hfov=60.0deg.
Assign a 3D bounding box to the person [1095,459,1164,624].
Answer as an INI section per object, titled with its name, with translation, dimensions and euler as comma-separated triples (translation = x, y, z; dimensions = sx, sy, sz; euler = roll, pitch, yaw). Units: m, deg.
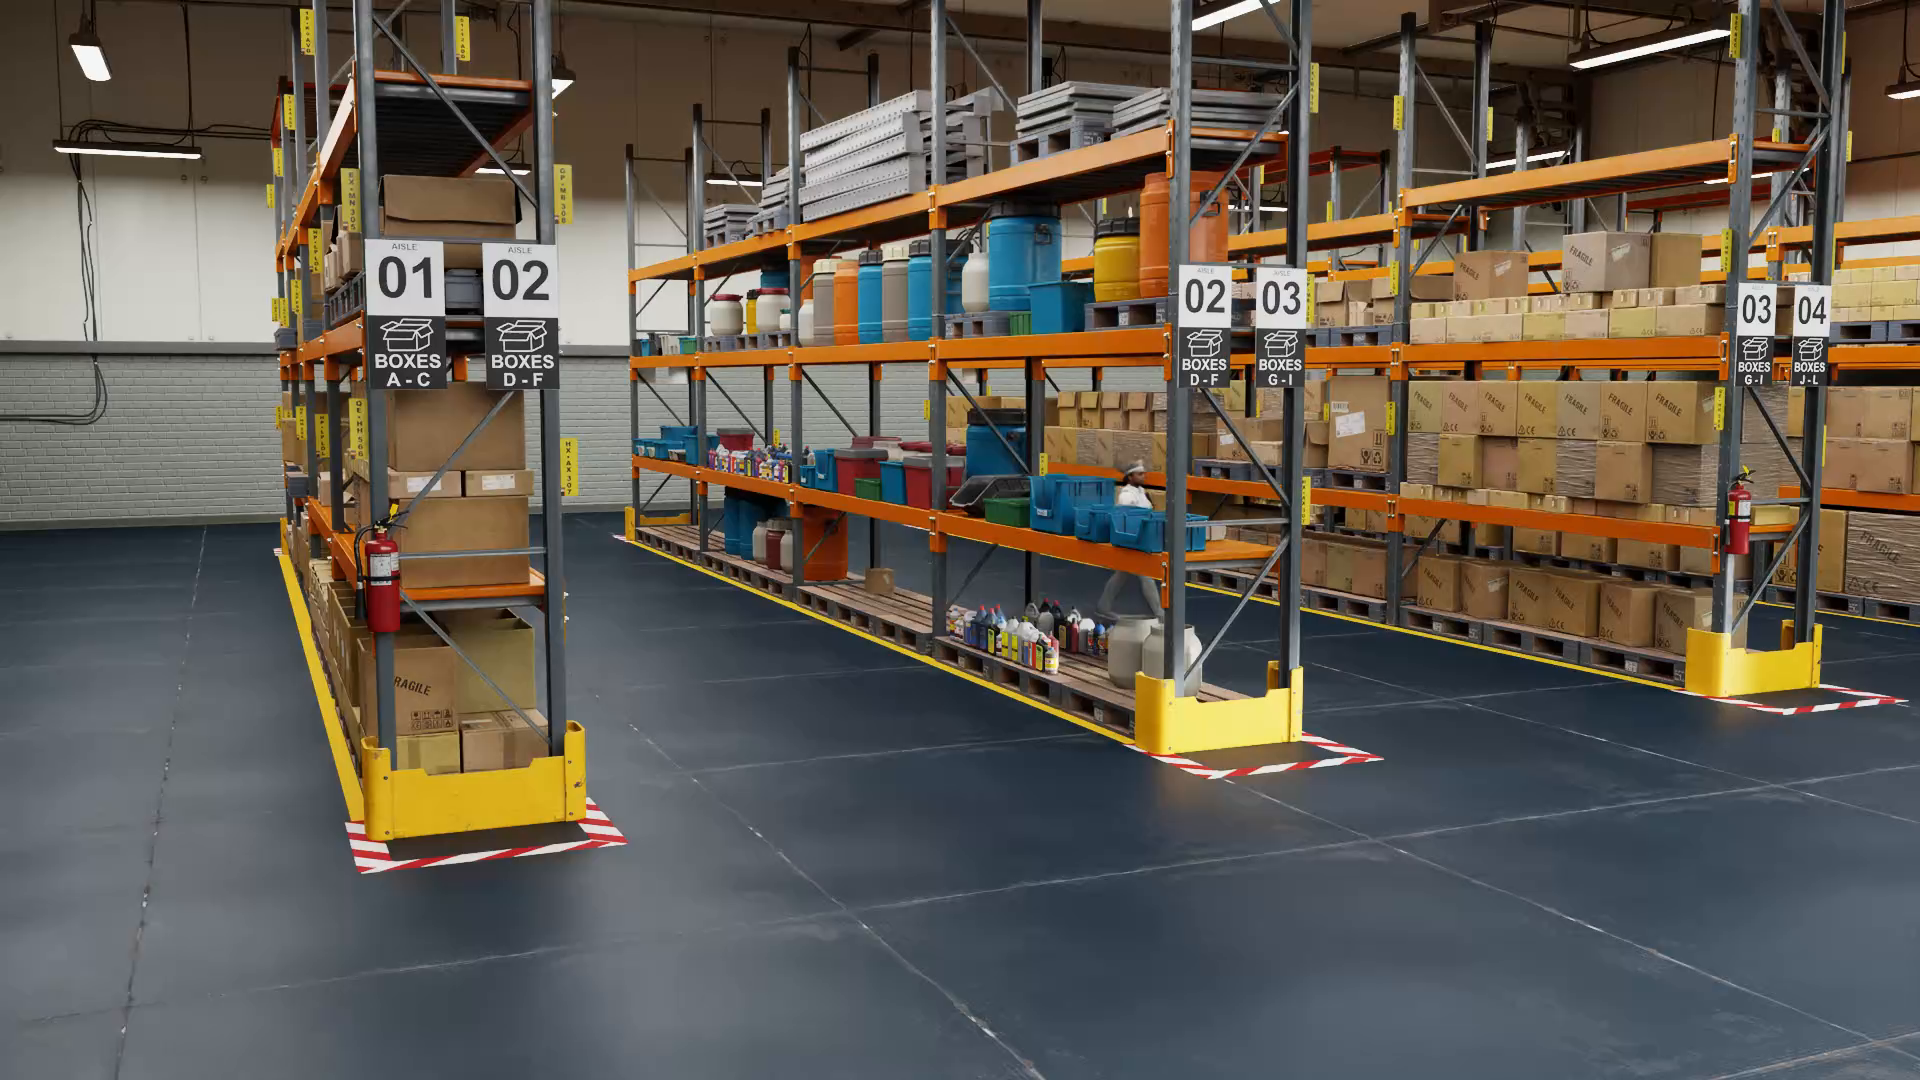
[person]
translation = 1.807, 0.010, 16.606
dimensions = 0.989, 1.634, 0.442
euler = 3, 6, 26
